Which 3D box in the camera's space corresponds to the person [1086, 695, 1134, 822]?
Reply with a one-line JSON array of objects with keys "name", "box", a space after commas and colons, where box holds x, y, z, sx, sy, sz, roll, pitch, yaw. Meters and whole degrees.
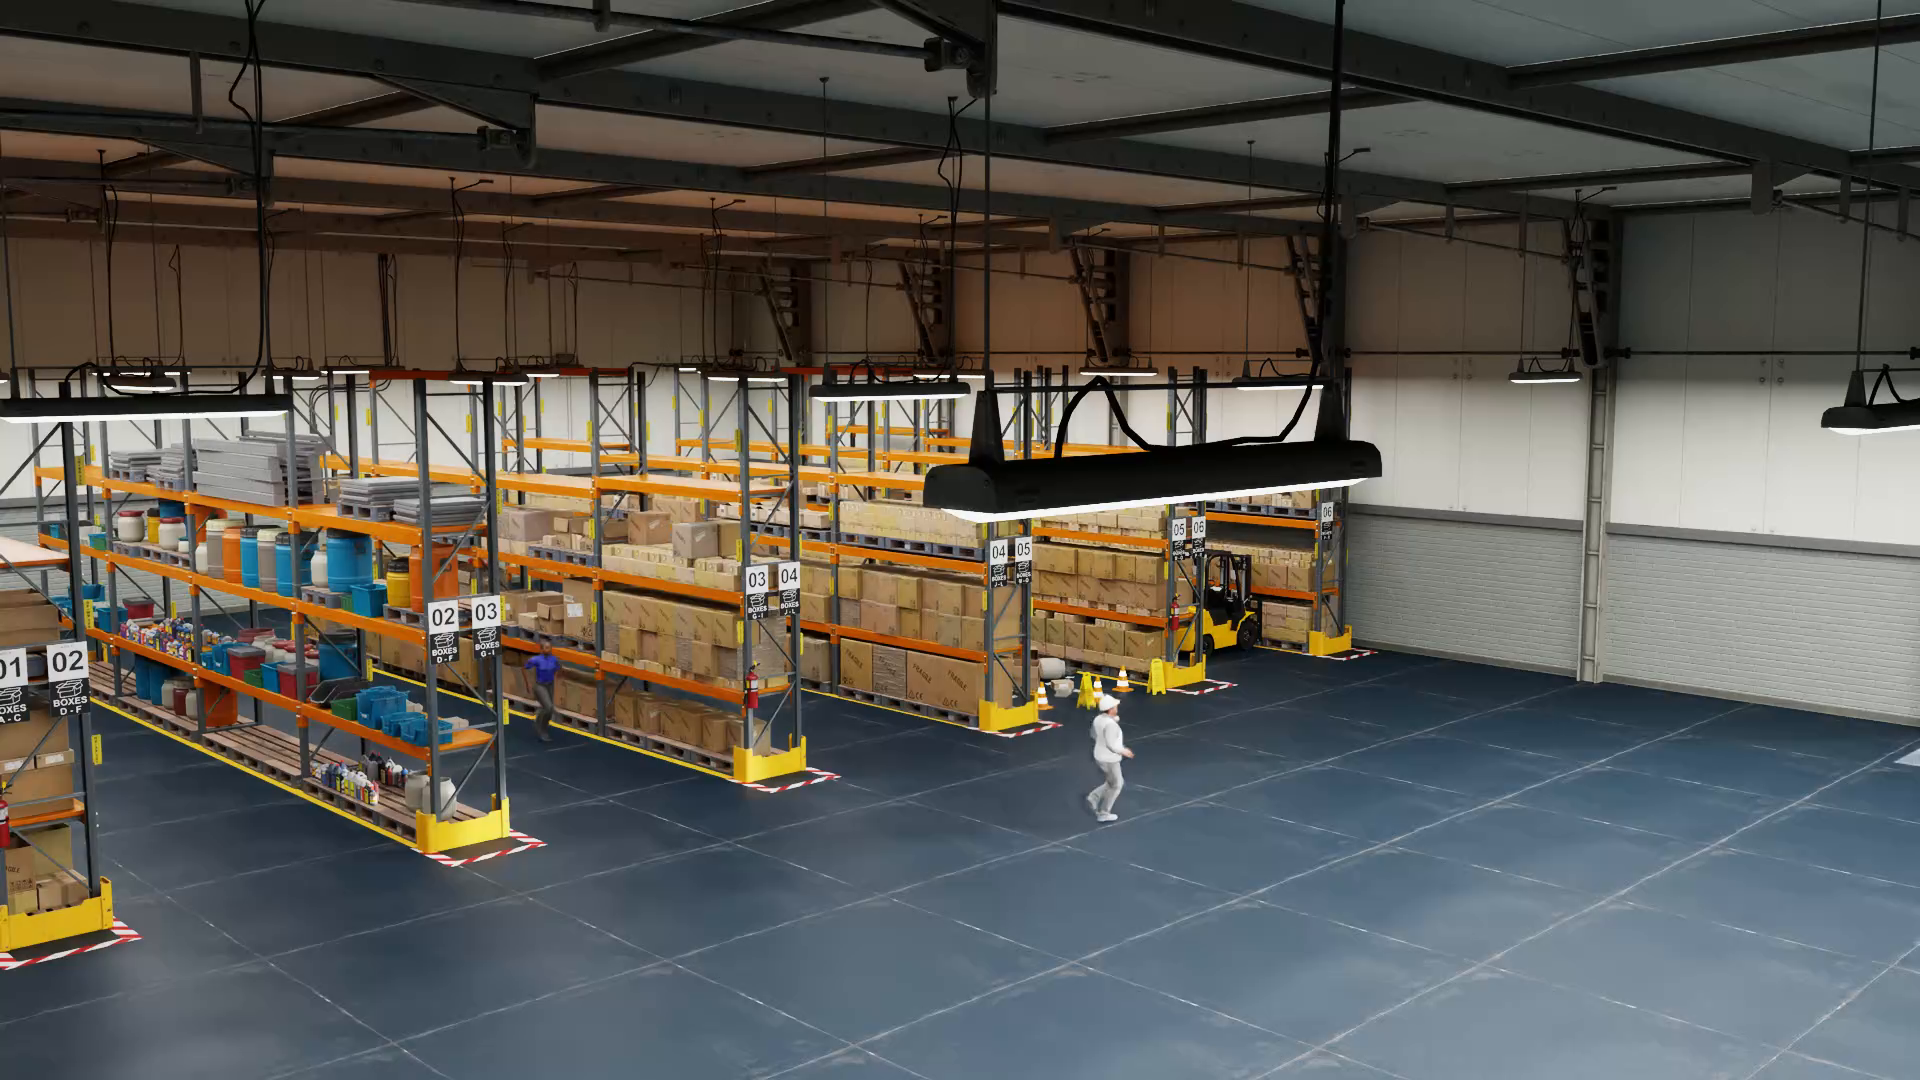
[{"name": "person", "box": [2.019, 2.941, 22.441, 0.576, 1.725, 0.638, -2, 7, -14]}]

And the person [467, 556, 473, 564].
[{"name": "person", "box": [-11.630, 1.027, 39.689, 0.755, 1.643, 0.626, 2, 7, 17]}]

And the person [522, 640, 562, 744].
[{"name": "person", "box": [-6.753, 2.474, 27.067, 0.801, 1.677, 0.536, 5, 8, 36]}]

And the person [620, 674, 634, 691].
[{"name": "person", "box": [-6.187, 1.976, 30.948, 0.608, 1.735, 0.675, 6, 9, 42]}]
